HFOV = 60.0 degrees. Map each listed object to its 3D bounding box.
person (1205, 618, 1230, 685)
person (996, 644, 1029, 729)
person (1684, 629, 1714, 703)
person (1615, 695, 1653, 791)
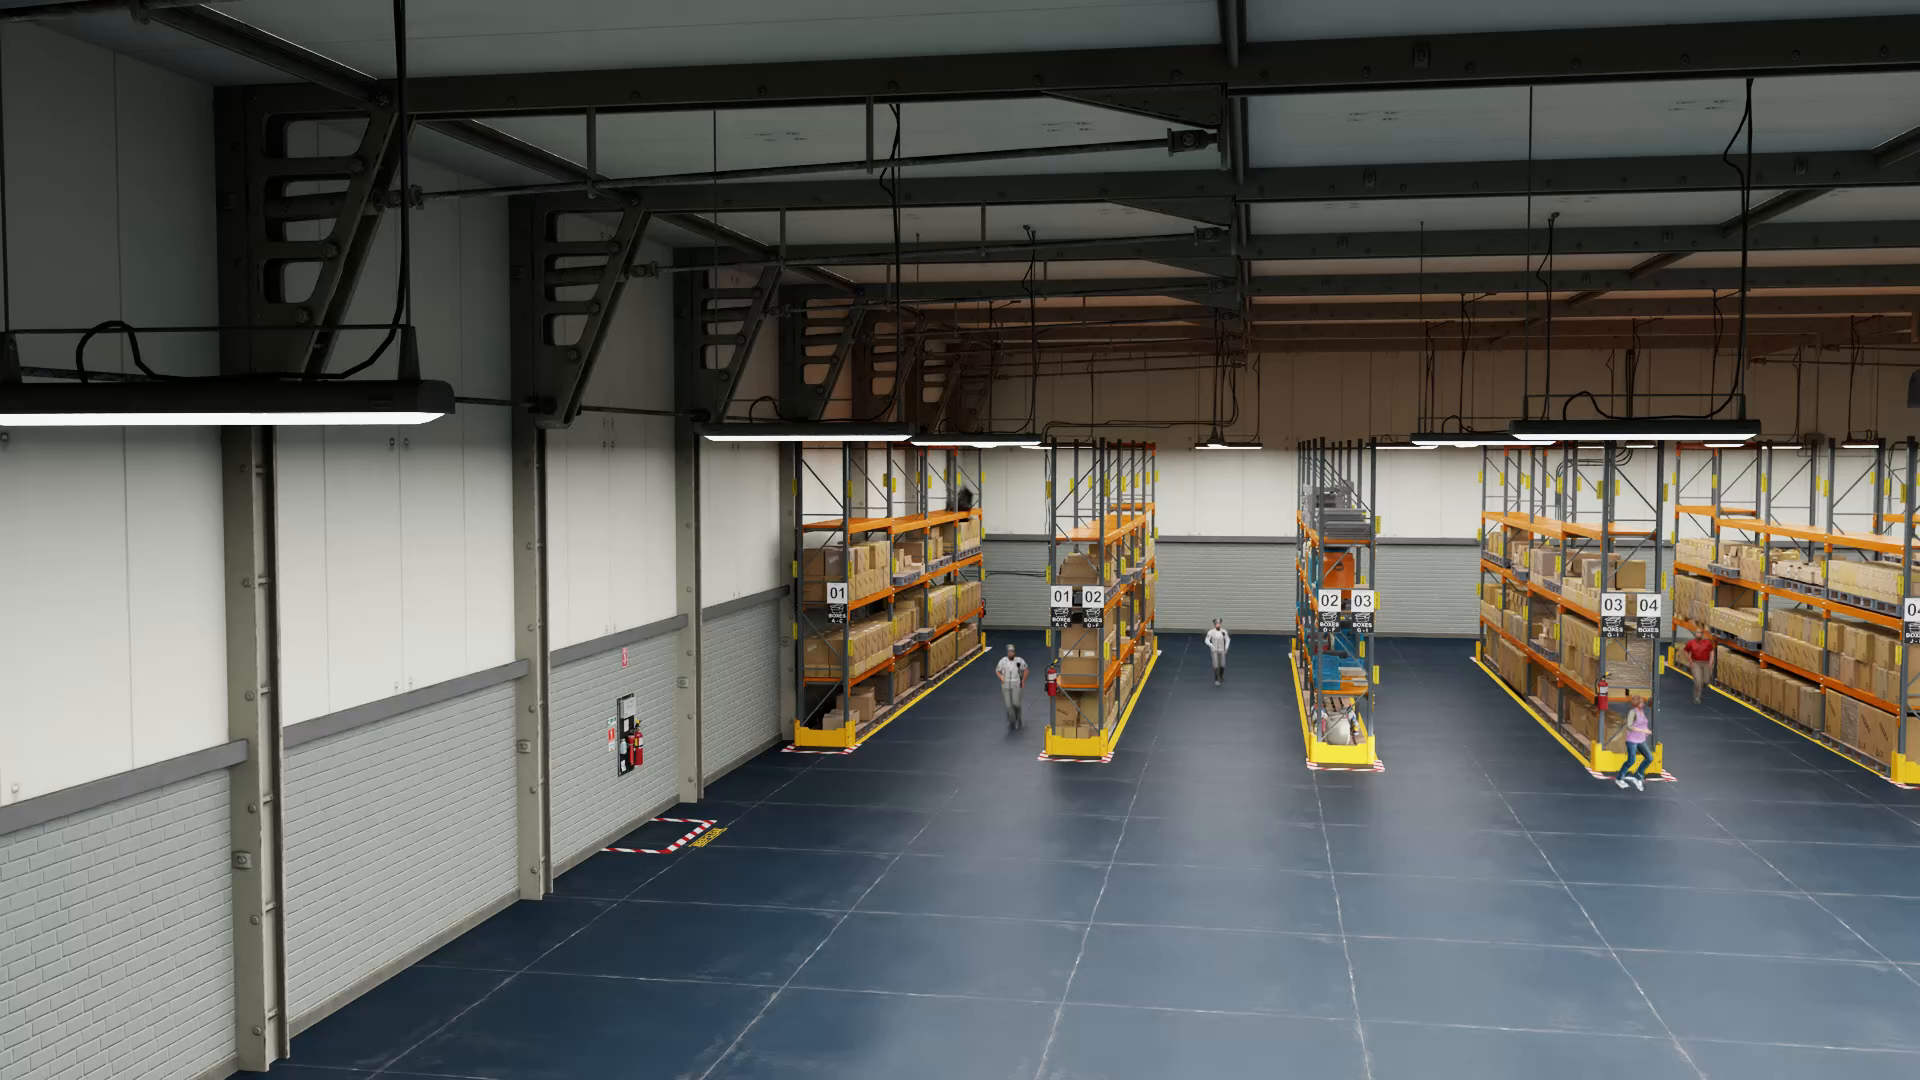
[{"bbox_3d":[6.296,2.733,40.703,0.589,1.660,0.552,0,3,4],"label":"person"},{"bbox_3d":[1.054,3.031,34.326,0.659,1.770,0.645,1,3,11],"label":"person"},{"bbox_3d":[16.916,2.875,38.050,0.661,1.697,0.564,1,3,12],"label":"person"},{"bbox_3d":[11.468,3.436,28.186,0.541,1.610,0.616,-2,4,-37],"label":"person"}]
